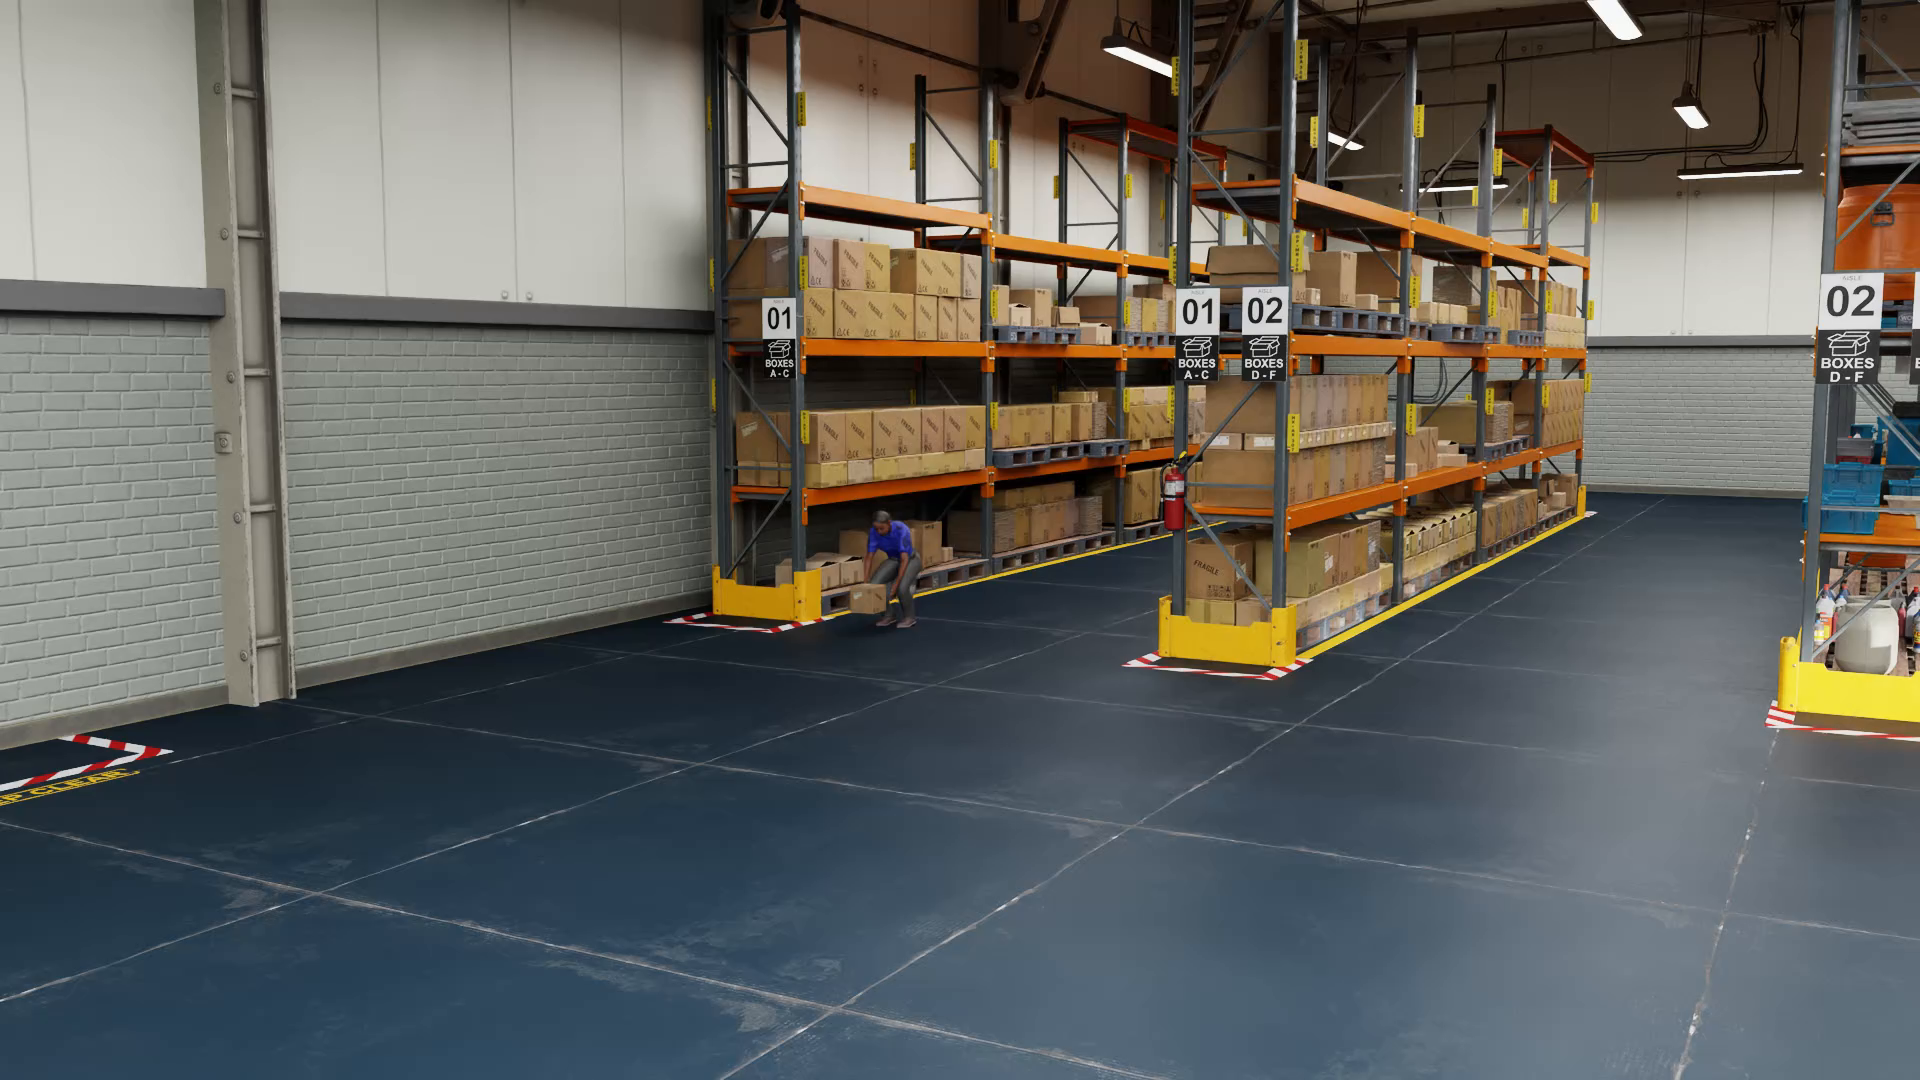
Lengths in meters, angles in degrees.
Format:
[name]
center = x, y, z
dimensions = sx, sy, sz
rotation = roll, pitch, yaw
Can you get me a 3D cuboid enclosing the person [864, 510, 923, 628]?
[person]
center = -0.635, 0.272, 16.189
dimensions = 0.500, 1.168, 0.726
rotation = 4, 7, 31
